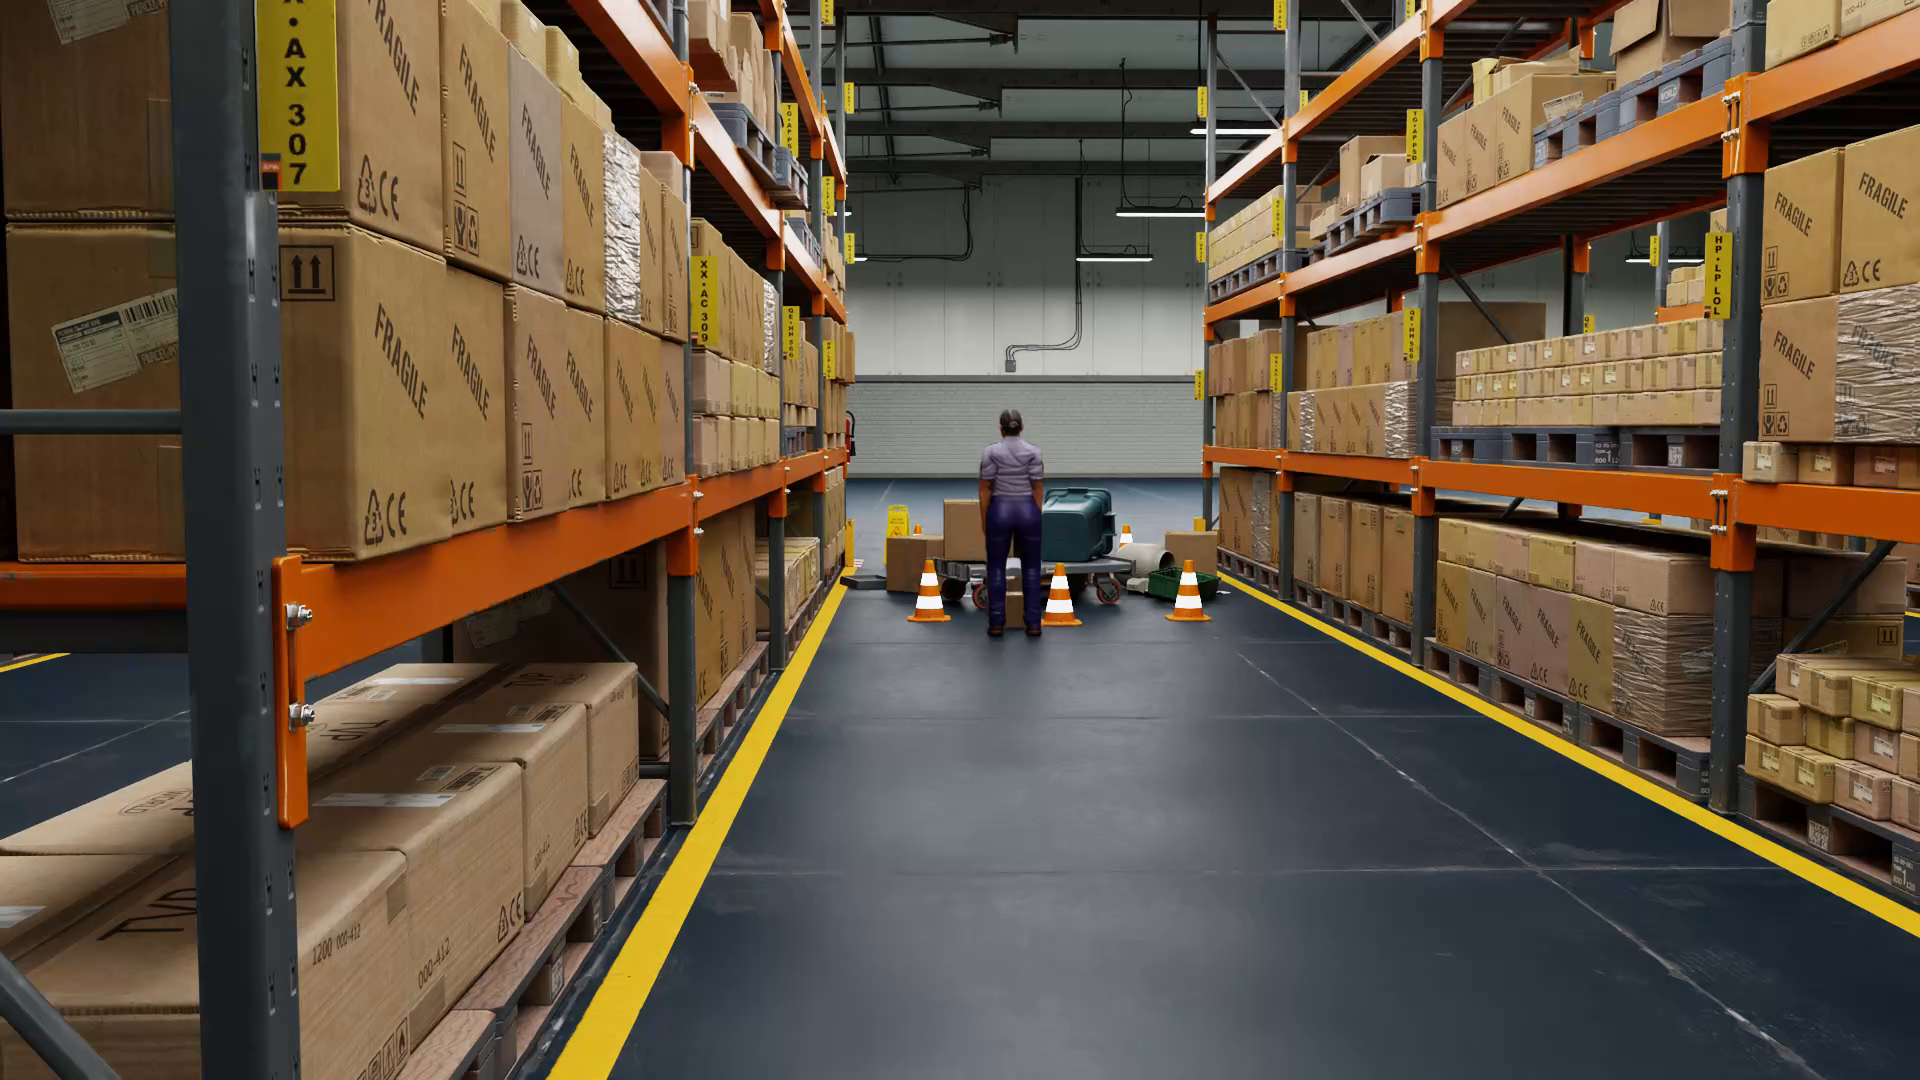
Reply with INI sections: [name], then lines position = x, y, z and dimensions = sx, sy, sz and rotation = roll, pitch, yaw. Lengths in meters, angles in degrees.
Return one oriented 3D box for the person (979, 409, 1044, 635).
[person]
position = 0.370, -0.122, 12.088
dimensions = 0.470, 1.631, 0.342
rotation = 0, 4, 0
